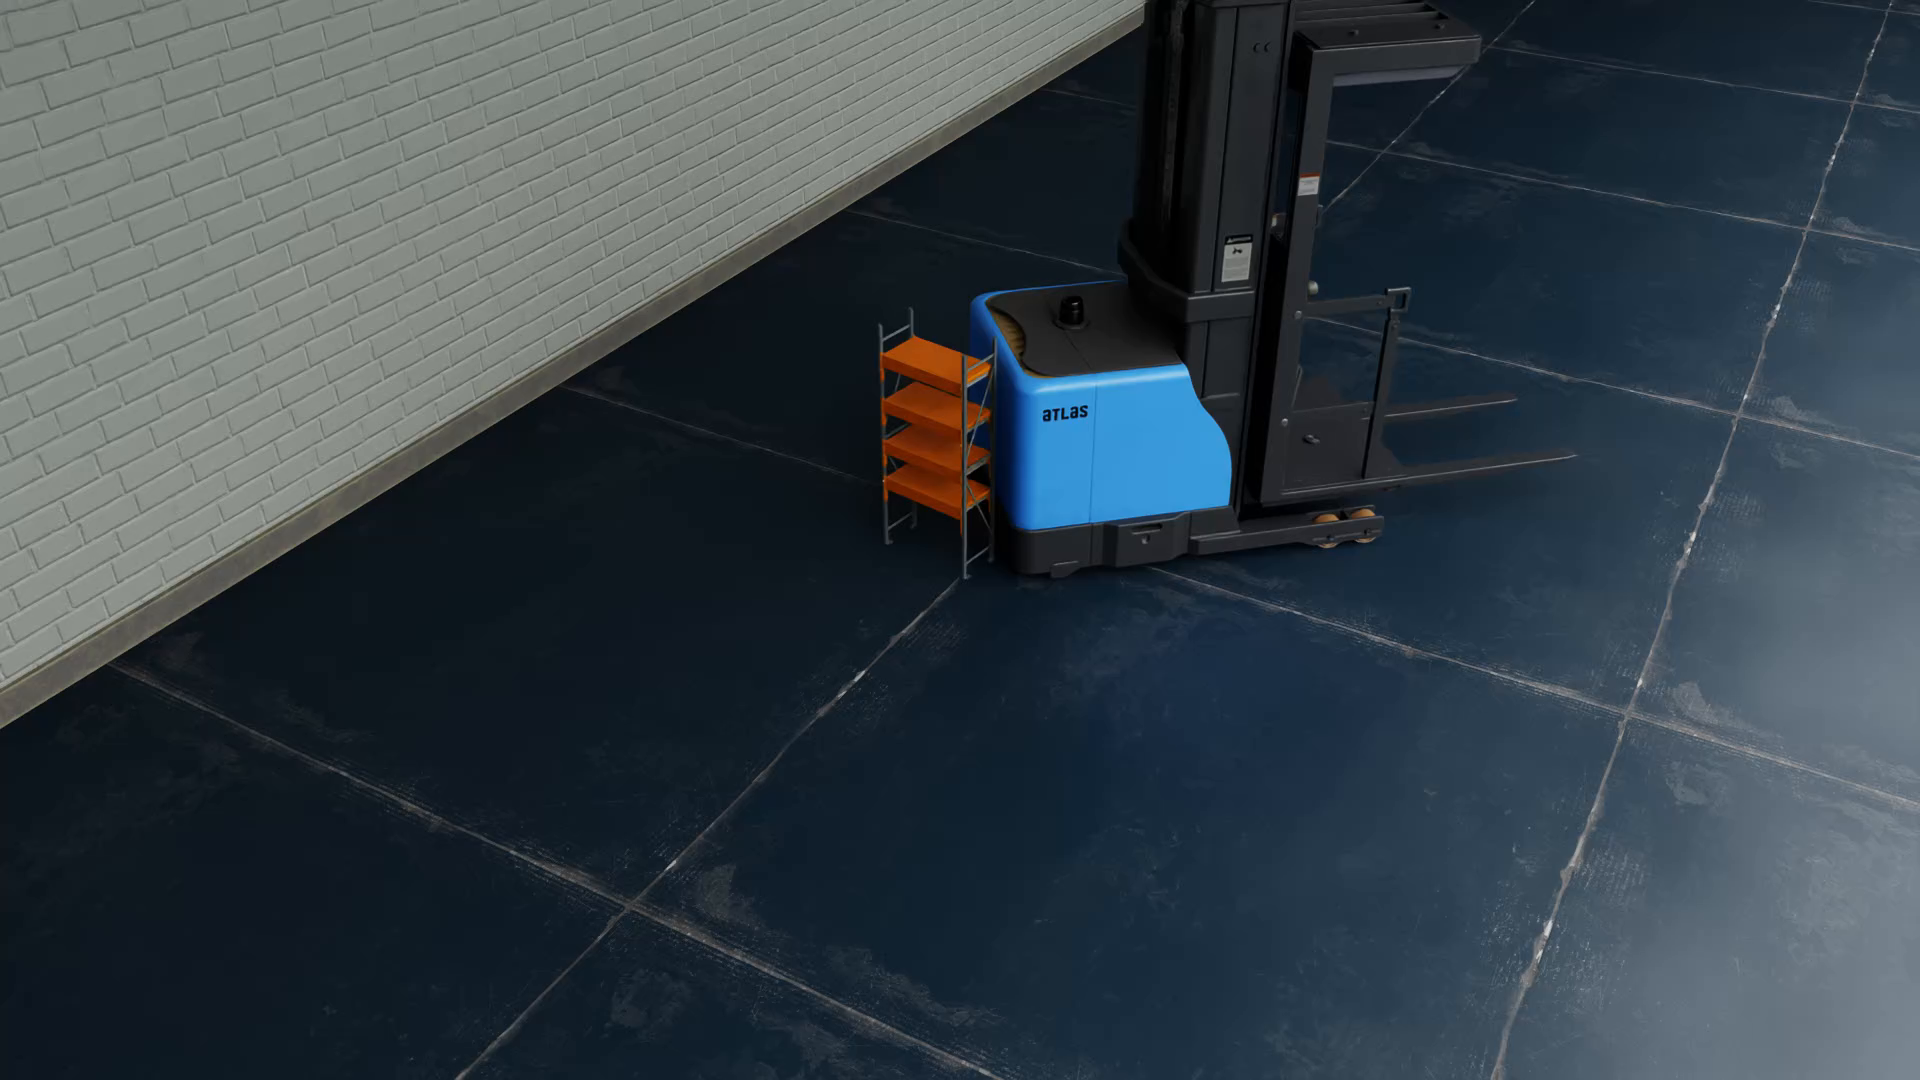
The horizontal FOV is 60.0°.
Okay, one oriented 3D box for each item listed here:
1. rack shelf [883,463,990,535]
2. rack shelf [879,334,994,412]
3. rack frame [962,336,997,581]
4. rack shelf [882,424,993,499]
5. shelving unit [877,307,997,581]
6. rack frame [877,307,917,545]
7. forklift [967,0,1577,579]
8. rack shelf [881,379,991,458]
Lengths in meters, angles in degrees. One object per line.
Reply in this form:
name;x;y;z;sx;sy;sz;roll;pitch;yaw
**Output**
rack shelf;-0.105;-0.221;7.980;0.480;0.148;0.258;24;40;31
rack shelf;-0.105;-0.770;7.614;0.480;0.148;0.258;24;40;31
rack frame;0.087;-0.359;7.707;0.015;1.200;0.240;24;40;31
rack shelf;-0.105;-0.387;7.870;0.480;0.148;0.258;24;40;31
shelving unit;-0.105;-0.443;7.832;0.503;1.200;0.258;24;40;31
rack frame;-0.296;-0.526;7.958;0.015;1.200;0.240;24;40;31
forklift;1.608;-1.458;7.795;3.031;2.935;1.130;-7;34;-11
rack shelf;-0.105;-0.573;7.746;0.480;0.148;0.258;24;40;31
